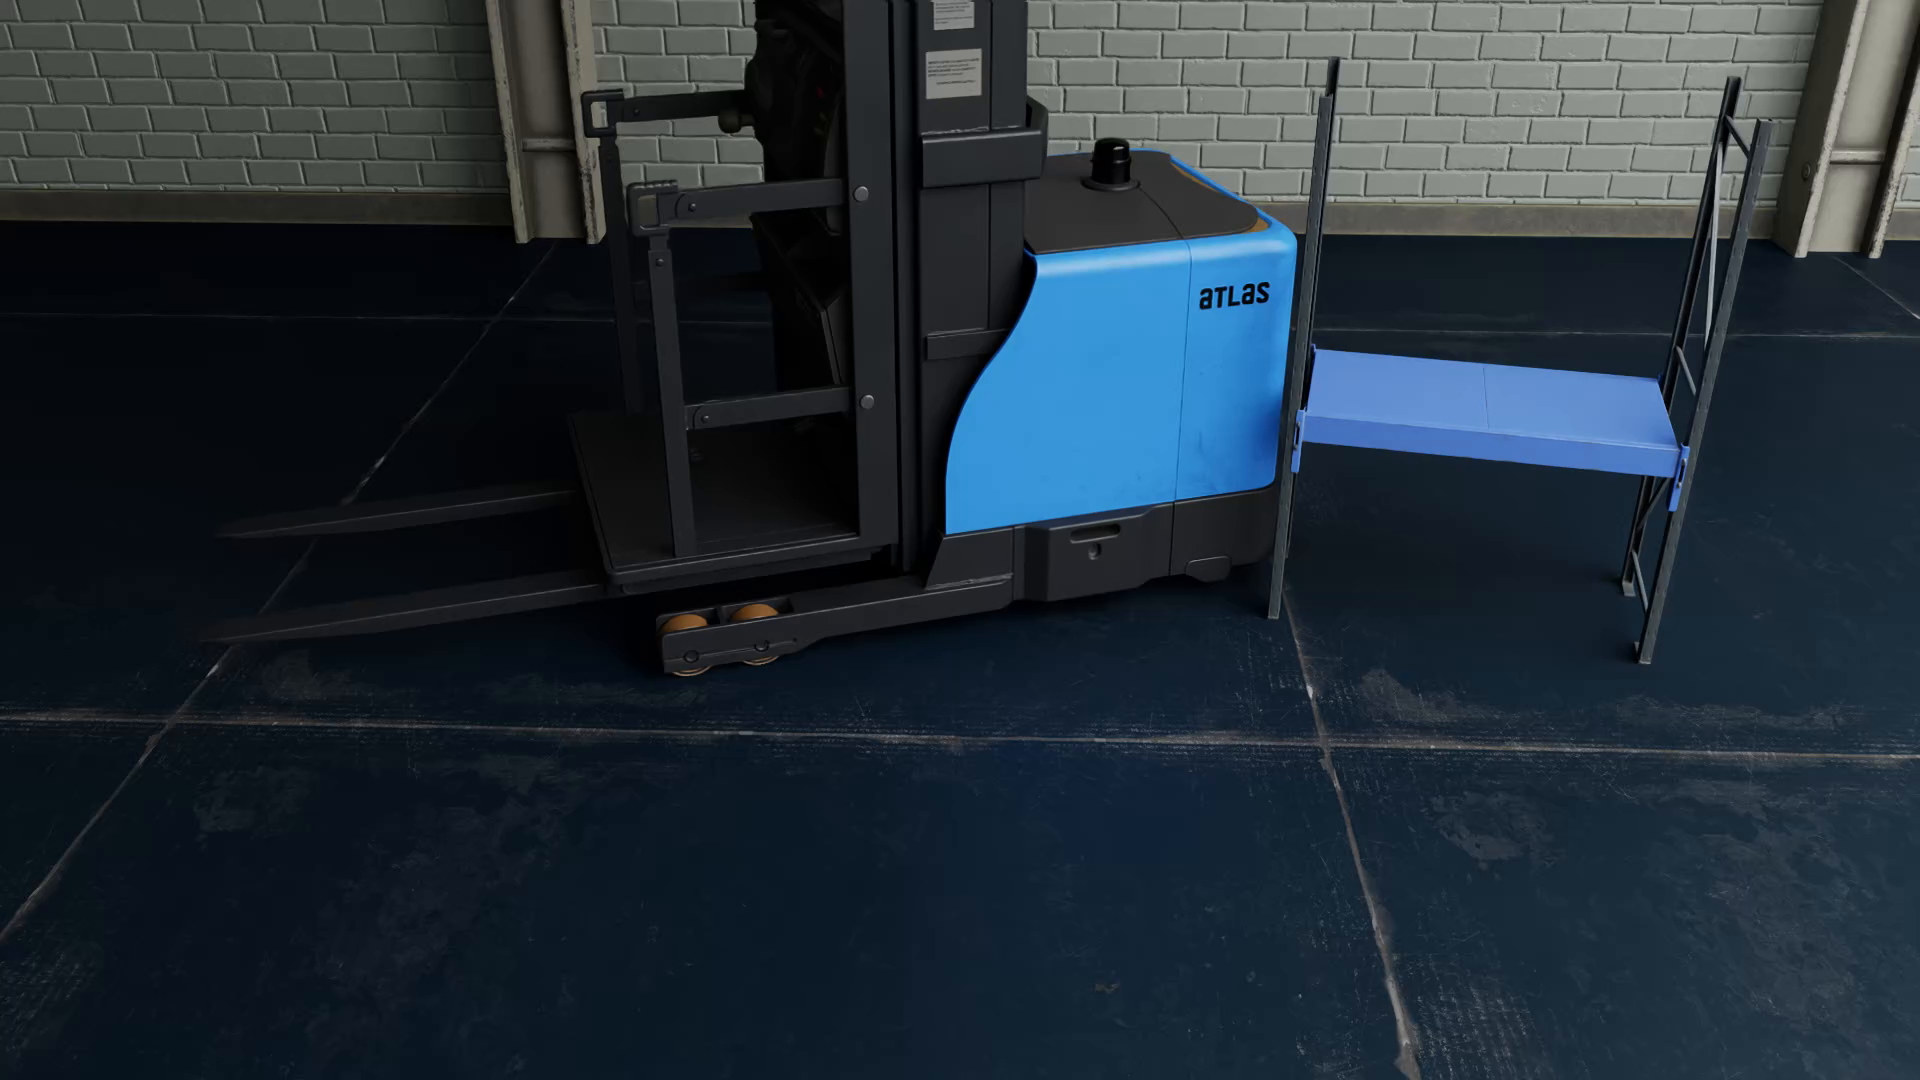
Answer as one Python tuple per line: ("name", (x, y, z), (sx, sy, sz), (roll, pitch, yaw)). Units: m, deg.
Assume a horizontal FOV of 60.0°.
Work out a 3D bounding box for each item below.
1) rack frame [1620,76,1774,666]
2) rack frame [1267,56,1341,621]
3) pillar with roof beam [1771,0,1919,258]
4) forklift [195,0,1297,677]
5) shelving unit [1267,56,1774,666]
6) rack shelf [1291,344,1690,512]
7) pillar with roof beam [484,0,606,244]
("rack frame", (1.952, -0.430, 4.461), (0.032, 1.500, 0.500), (7, 29, 12))
("rack frame", (0.965, -0.545, 4.677), (0.032, 1.500, 0.500), (7, 29, 12))
("pillar with roof beam", (3.930, -3.345, 1.952), (0.400, 9.000, 9.100), (1, 28, 2))
("forklift", (-0.626, -1.199, 4.382), (3.031, 2.935, 1.130), (-8, 29, -15))
("shelving unit", (1.458, -0.488, 4.569), (1.048, 1.500, 0.538), (7, 29, 12))
("rack shelf", (1.458, -0.329, 4.653), (1.000, 0.185, 0.538), (7, 29, 12))
("pillar with roof beam", (-2.067, -3.444, 2.139), (0.400, 9.000, 9.100), (1, 28, 2))
